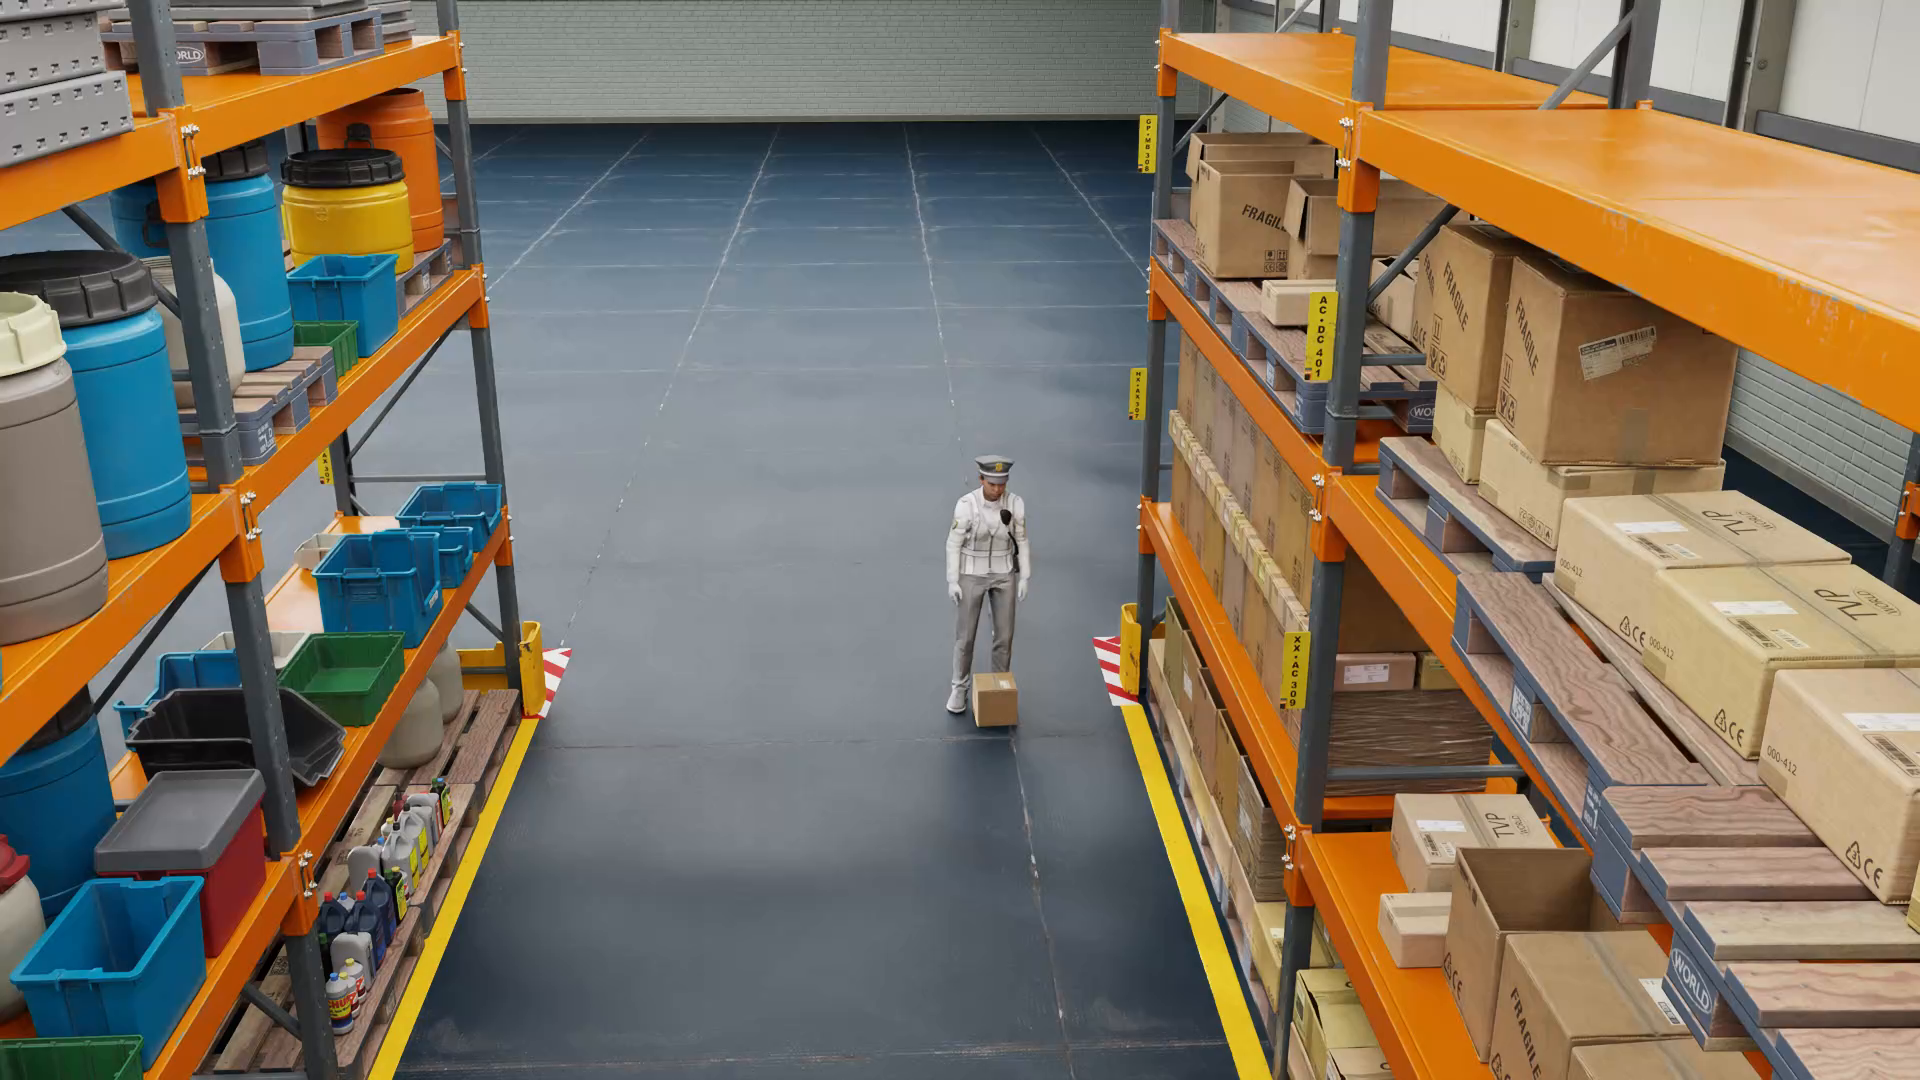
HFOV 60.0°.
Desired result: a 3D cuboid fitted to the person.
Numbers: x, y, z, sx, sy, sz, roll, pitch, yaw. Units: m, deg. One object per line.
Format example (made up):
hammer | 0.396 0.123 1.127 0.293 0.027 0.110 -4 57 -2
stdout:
person | 0.176 0.255 10.393 0.549 1.661 0.373 -3 21 -8
